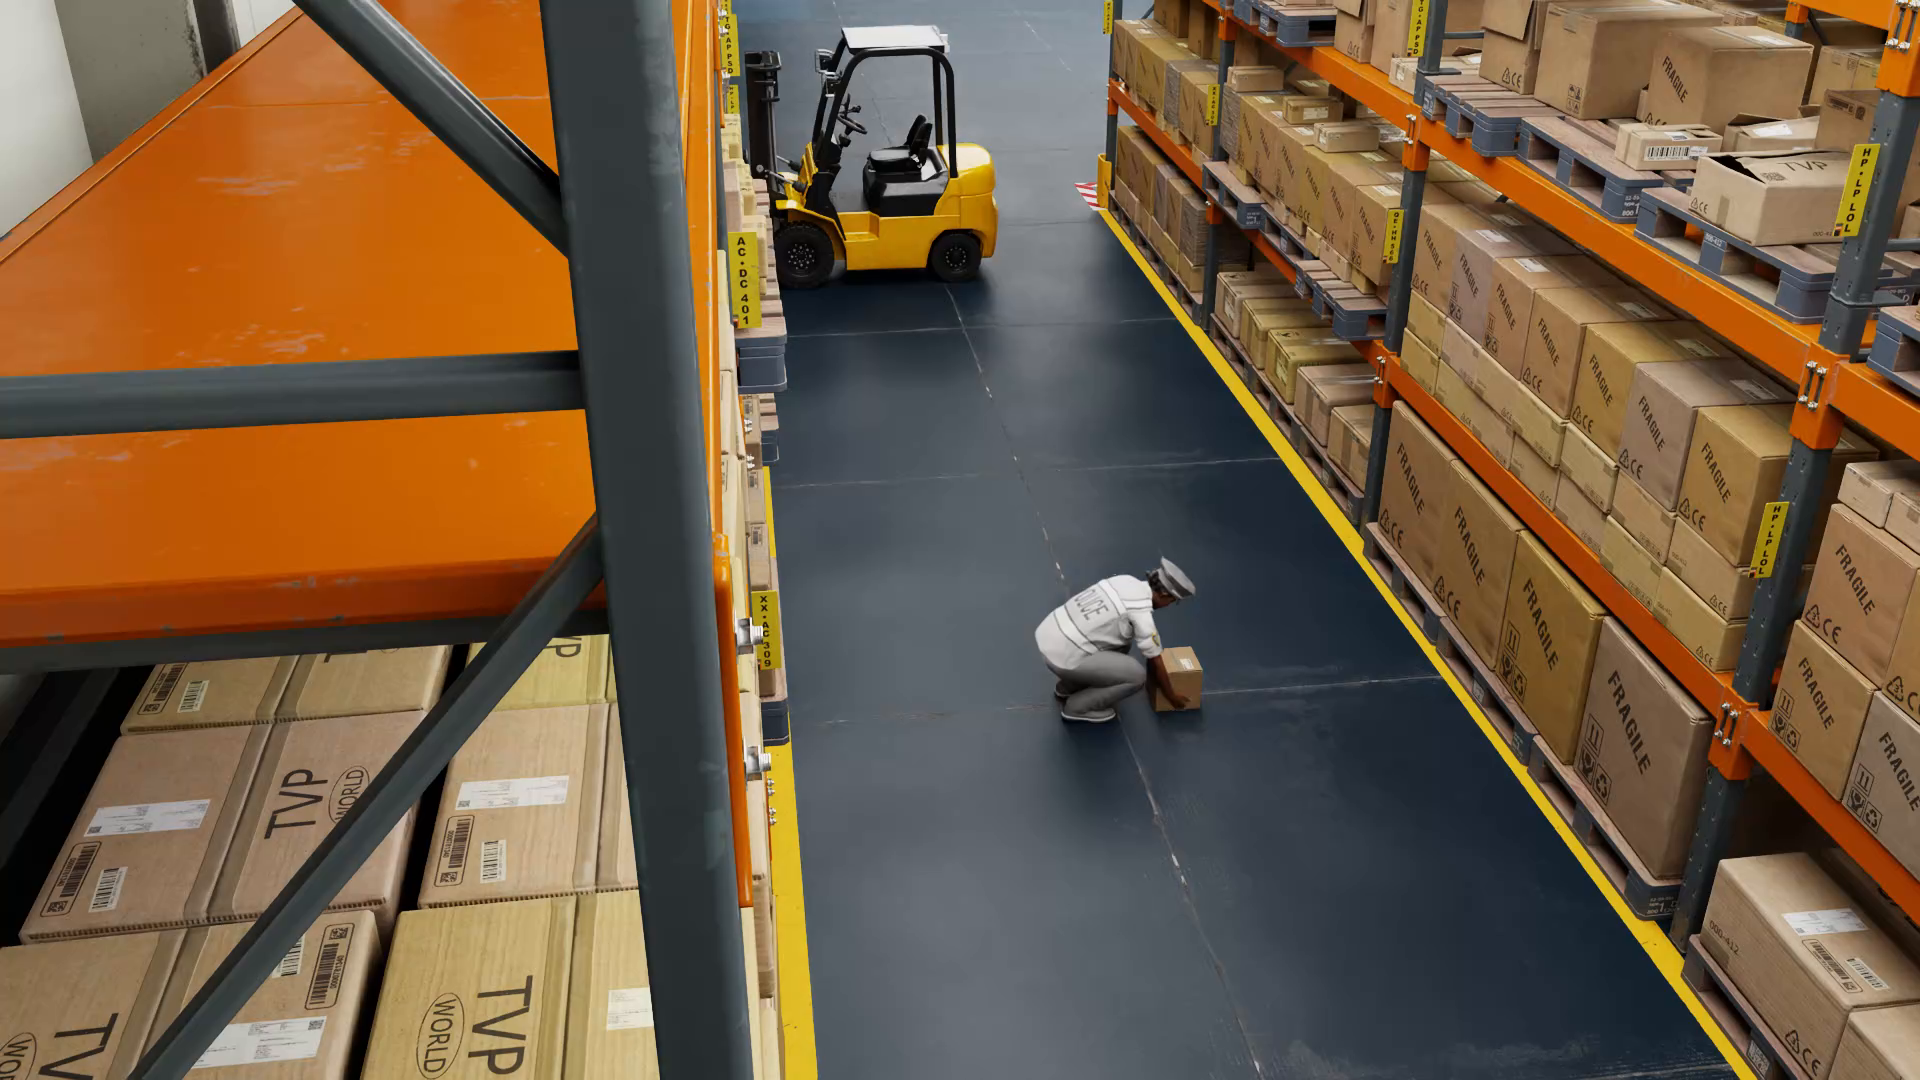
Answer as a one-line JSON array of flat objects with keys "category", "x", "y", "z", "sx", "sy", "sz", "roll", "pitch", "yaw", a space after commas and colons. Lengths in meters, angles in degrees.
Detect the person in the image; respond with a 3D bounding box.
[{"category": "person", "x": 0.840, "y": 0.537, "z": 8.972, "sx": 0.869, "sy": 0.845, "sz": 0.480, "roll": -3, "pitch": 27, "yaw": -6}]
